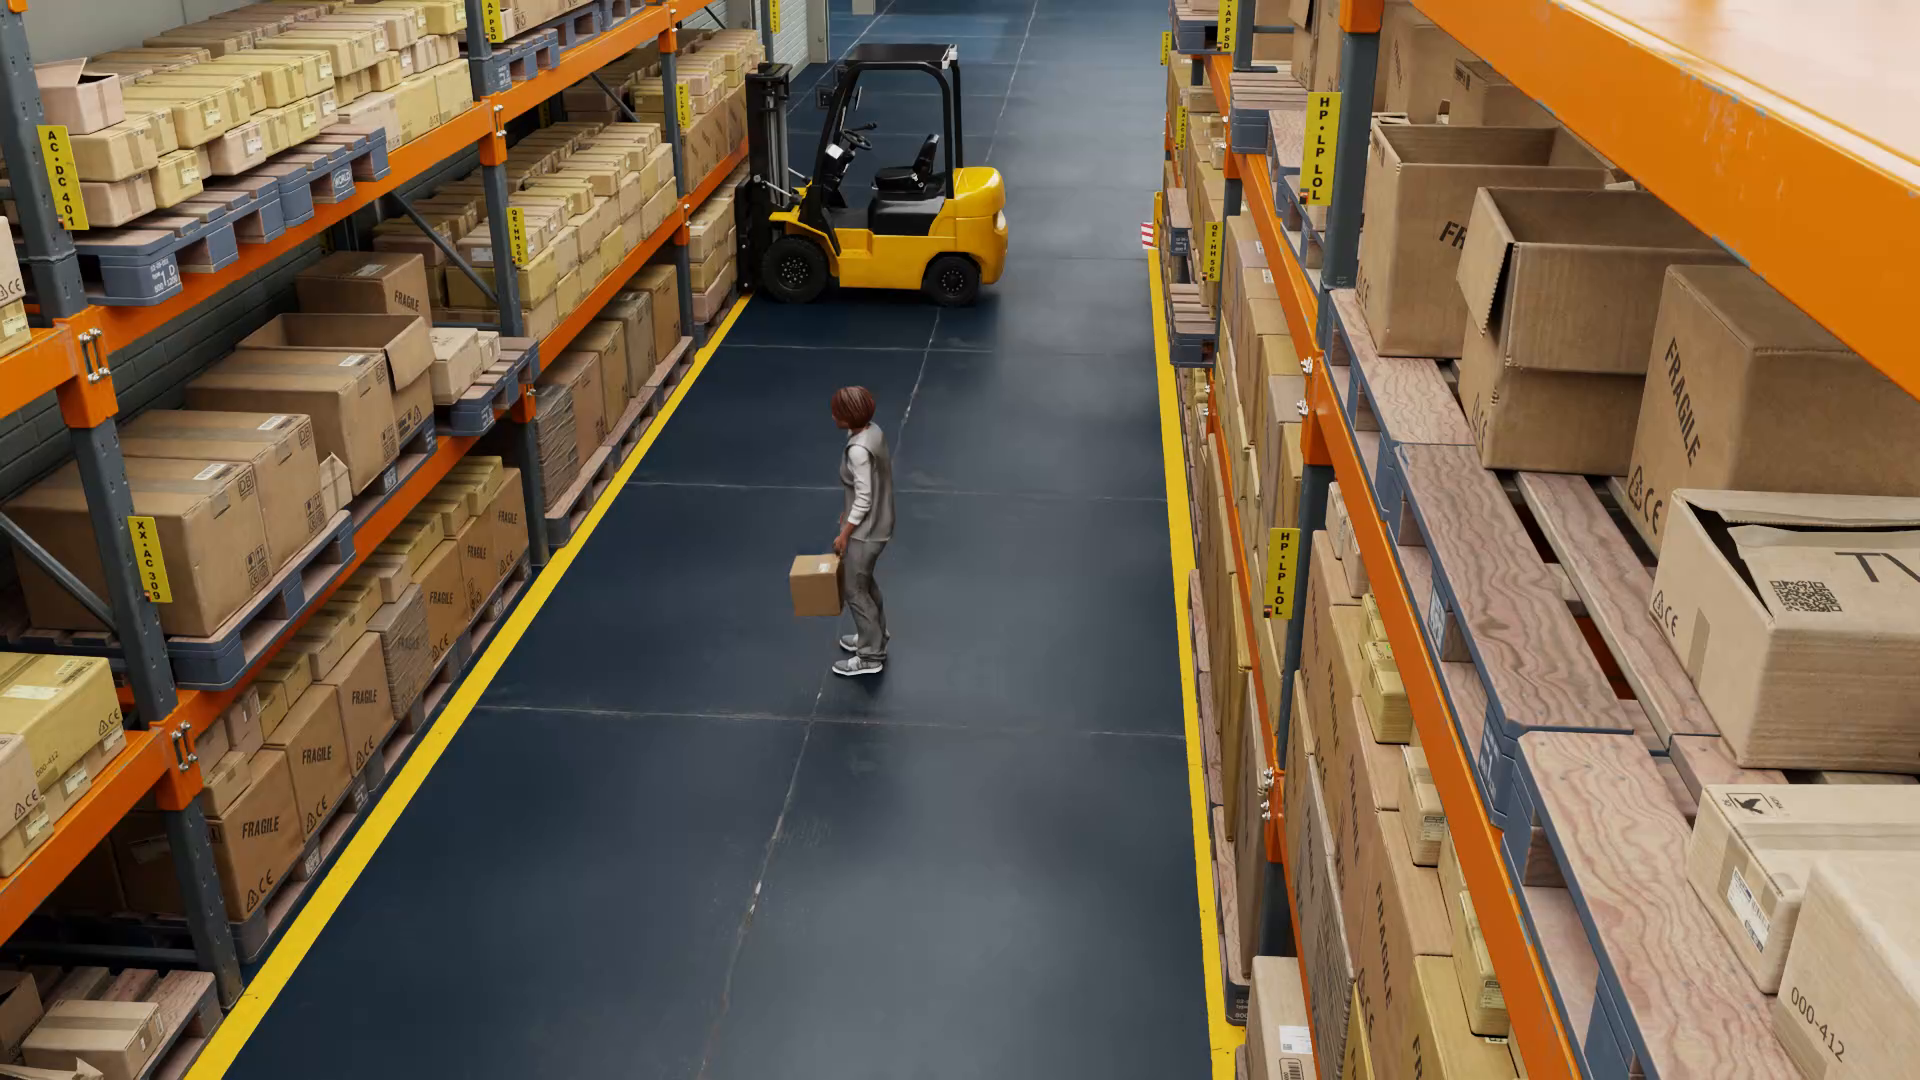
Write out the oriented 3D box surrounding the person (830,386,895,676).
[{"bbox_3d":[-0.511,-0.055,8.731,0.341,1.598,0.452,1,25,3],"label":"person"}]
